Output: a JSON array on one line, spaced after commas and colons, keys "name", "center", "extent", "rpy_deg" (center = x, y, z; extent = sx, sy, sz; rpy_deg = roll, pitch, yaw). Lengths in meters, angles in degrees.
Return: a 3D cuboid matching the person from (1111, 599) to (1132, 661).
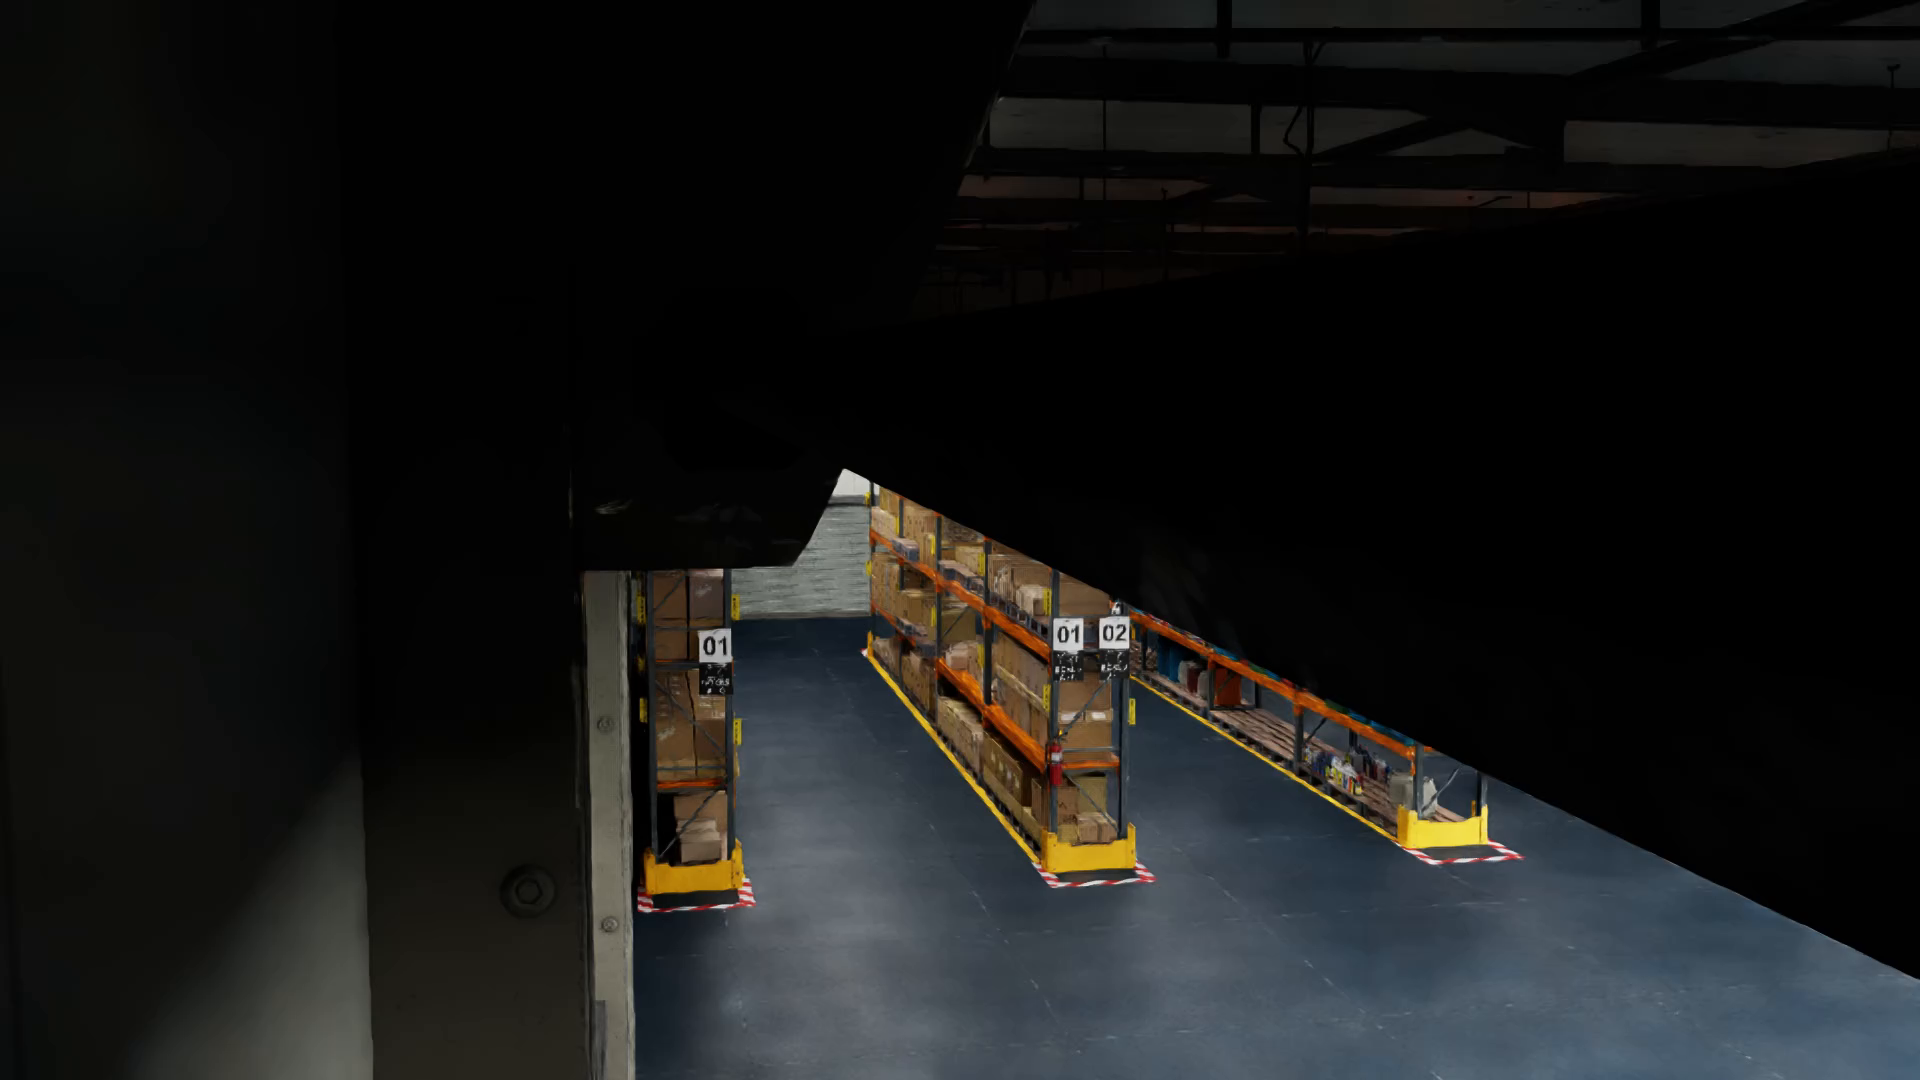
[{"name": "person", "center": [3.295, 1.804, 34.710], "extent": [0.536, 1.738, 0.737], "rpy_deg": [-1, 6, -11]}]
